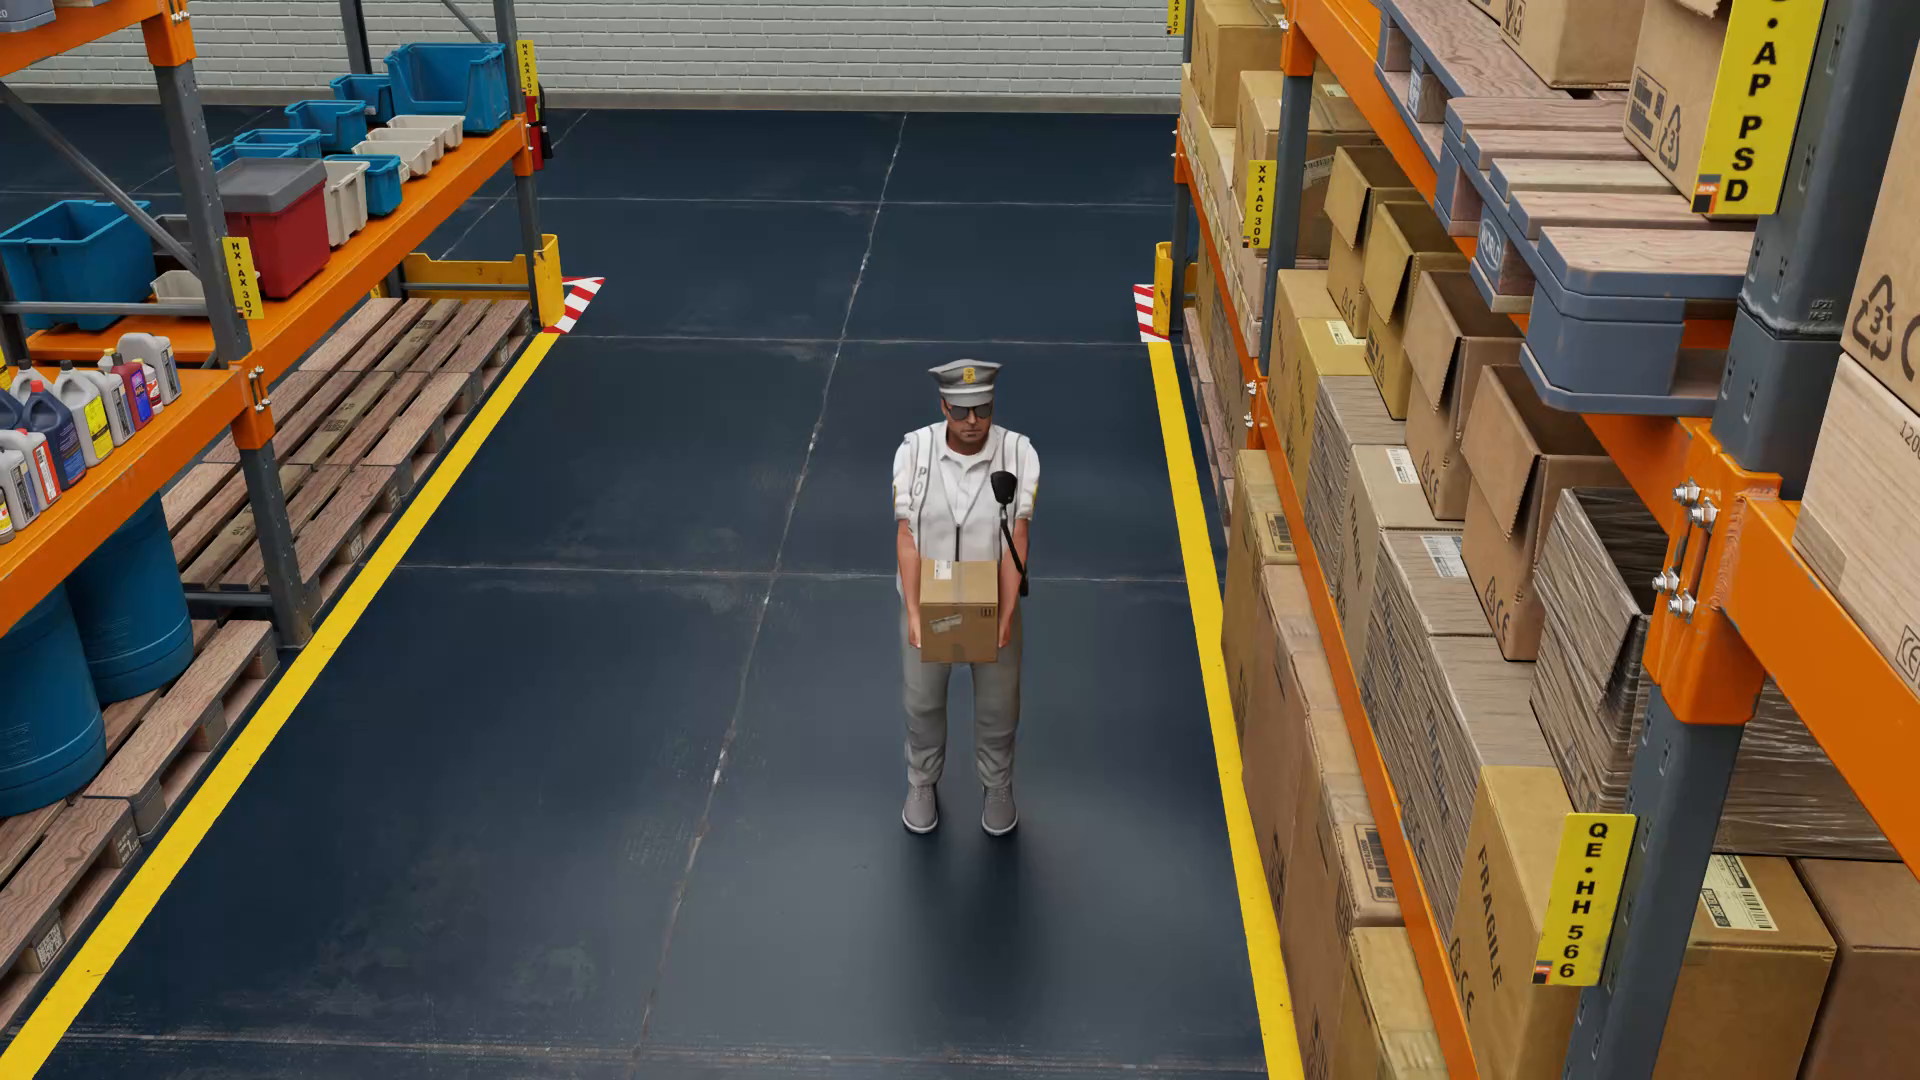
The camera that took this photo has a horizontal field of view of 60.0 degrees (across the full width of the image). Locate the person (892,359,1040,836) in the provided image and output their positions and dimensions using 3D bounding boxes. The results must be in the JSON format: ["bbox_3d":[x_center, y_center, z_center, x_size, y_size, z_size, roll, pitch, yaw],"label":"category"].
[{"bbox_3d":[0.018,0.231,5.663,0.490,1.771,0.571,0,28,1],"label":"person"}]
